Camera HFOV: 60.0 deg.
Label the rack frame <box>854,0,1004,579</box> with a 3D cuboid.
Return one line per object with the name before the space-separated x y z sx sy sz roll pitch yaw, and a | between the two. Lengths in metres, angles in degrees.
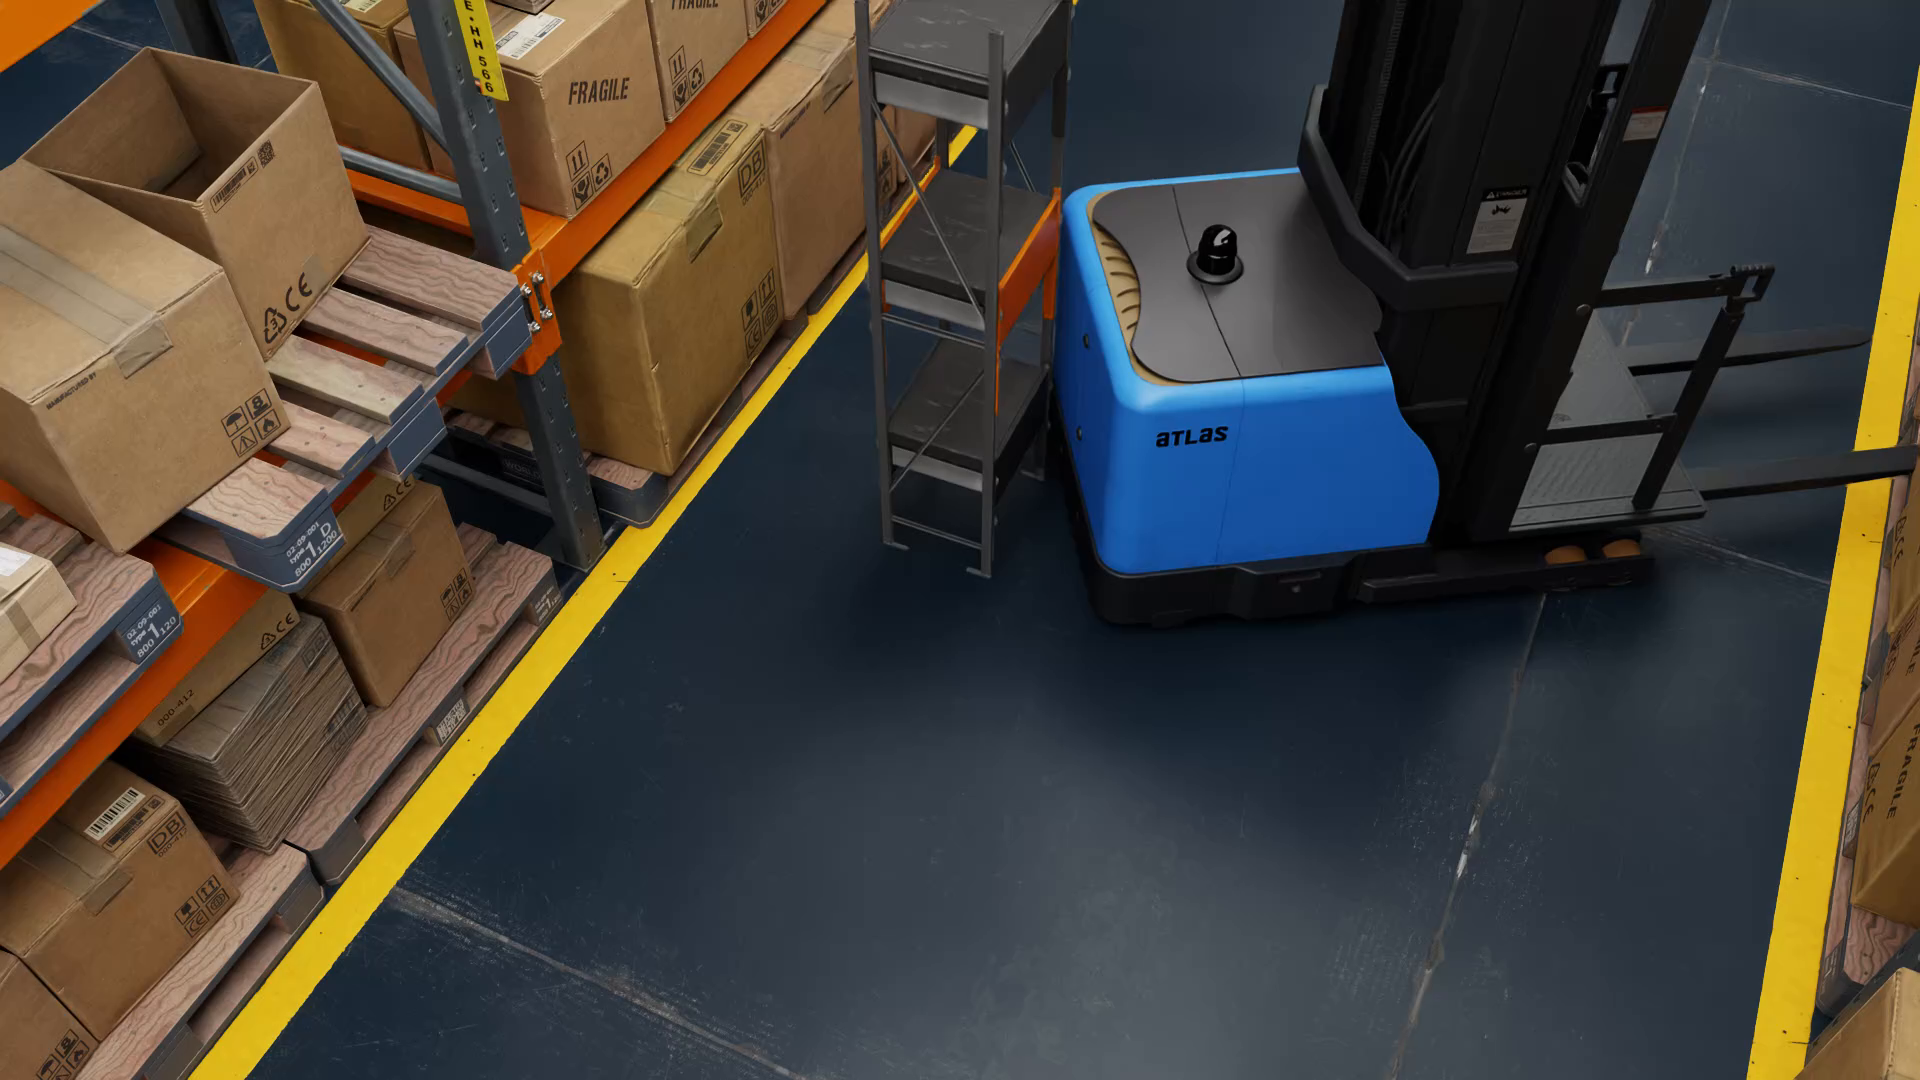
rack frame | -0.078 -0.612 4.892 0.400 2.100 0.015 18 52 15

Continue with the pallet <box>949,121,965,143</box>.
pallet | -0.243 -2.354 7.614 1.003 0.211 1.213 20 52 16

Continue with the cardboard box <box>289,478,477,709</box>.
cardboard box | -1.958 0.076 5.068 0.700 0.500 0.500 17 52 14

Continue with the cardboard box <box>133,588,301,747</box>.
cardboard box | -2.167 0.205 4.466 0.500 0.250 0.500 25 54 20

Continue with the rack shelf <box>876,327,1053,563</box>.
rack shelf | 0.019 -0.320 5.580 0.431 0.518 0.480 18 52 15

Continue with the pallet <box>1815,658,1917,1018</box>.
pallet | 3.087 0.990 4.769 1.003 0.211 1.213 20 52 16

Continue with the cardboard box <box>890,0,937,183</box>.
cardboard box | -0.617 -2.198 6.770 1.225 0.875 0.875 18 52 15

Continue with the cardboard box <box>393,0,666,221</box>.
cardboard box | -1.236 -1.338 4.853 0.500 0.500 0.500 21 53 17

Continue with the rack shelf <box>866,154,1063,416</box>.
rack shelf | 0.019 -0.773 5.047 0.431 0.518 0.480 18 52 15

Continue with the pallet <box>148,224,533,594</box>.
pallet | -1.898 -0.471 4.308 1.213 0.211 1.003 20 52 16

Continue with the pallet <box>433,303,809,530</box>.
pallet | -1.285 -0.674 6.185 1.003 0.211 1.213 20 52 16

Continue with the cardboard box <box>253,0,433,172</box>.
cardboard box | -1.703 -1.512 5.001 0.500 0.500 0.500 21 53 17

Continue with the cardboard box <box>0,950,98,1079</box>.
cardboard box | -2.658 1.239 4.078 0.700 0.500 0.500 16 51 13

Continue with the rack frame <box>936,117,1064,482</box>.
rack frame | 0.116 -0.953 5.182 0.400 2.100 0.015 18 52 15

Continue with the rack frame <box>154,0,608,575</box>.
rack frame | -1.690 -1.059 4.682 1.000 3.000 0.127 20 52 16

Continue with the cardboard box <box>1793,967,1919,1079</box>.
cardboard box | 2.410 1.607 3.614 1.050 0.750 0.750 19 52 16

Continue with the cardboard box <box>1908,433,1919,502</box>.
cardboard box | 3.469 -0.304 5.404 0.500 0.500 0.500 21 53 17

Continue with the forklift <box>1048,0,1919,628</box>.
forklift | 1.872 -1.172 4.823 3.031 2.935 1.130 -6 50 -5

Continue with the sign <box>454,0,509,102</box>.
sign | -1.195 -1.239 4.126 0.100 0.325 0.005 20 52 16

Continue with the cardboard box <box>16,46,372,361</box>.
cardboard box | -1.885 -0.843 4.156 0.500 0.500 0.500 14 51 12

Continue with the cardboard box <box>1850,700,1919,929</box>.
cardboard box | 2.796 0.760 4.499 0.500 0.500 0.500 20 52 16

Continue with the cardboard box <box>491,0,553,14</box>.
cardboard box | -1.363 -1.915 4.685 0.797 0.503 0.637 21 53 17

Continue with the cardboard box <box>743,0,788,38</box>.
cardboard box | -0.802 -2.047 5.457 0.500 0.500 0.500 19 52 15

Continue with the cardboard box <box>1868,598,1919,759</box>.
cardboard box | 3.021 0.404 4.802 0.500 0.500 0.500 22 53 18

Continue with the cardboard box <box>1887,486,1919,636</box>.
cardboard box | 3.233 0.034 5.117 0.500 0.500 0.500 18 52 14

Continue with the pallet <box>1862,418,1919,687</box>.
pallet | 3.609 0.153 5.481 1.003 0.211 1.213 20 52 16

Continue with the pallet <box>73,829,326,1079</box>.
pallet | -2.548 1.219 4.574 1.003 0.211 1.213 20 52 16

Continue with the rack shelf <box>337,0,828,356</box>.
rack shelf | -0.836 -2.203 6.127 1.077 0.370 4.000 20 52 16

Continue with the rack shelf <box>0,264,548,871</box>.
rack shelf | -2.544 0.551 3.784 1.077 0.370 4.000 20 52 16

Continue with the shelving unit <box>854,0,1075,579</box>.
shelving unit | 0.019 -0.782 5.037 0.431 2.100 0.503 18 52 15

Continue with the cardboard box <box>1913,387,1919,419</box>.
cardboard box | 3.680 -0.669 5.715 0.500 0.500 0.500 22 53 18

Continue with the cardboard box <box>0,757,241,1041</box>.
cardboard box | -2.420 0.855 4.405 0.700 0.500 0.500 24 54 19

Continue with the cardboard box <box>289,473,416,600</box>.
cardboard box | -1.949 -0.163 4.780 0.500 0.250 0.500 22 53 18

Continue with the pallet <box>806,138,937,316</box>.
pallet | -0.763 -1.511 6.897 1.003 0.211 1.213 20 52 16

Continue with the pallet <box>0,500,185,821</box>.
pallet | -2.499 0.380 3.583 1.003 0.211 1.213 20 52 16

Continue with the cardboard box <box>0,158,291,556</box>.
cardboard box | -2.033 -0.426 3.801 0.700 0.500 0.500 27 55 21

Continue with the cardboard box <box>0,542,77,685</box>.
cardboard box | -2.158 0.085 3.521 0.396 0.266 0.258 18 52 15

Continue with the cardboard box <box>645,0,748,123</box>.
cardboard box | -1.018 -1.693 5.156 0.500 0.500 0.500 19 52 15

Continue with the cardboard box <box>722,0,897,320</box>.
cardboard box | -0.989 -1.586 6.250 1.225 0.875 0.875 20 52 16

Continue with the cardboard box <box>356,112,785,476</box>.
cardboard box | -1.376 -0.975 5.729 1.225 0.875 0.875 18 52 14

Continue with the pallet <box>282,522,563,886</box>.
pallet | -2.025 0.382 5.286 1.003 0.211 1.213 20 52 16

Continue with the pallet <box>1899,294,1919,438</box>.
pallet | 4.129 -0.690 6.198 1.003 0.211 1.213 20 52 16

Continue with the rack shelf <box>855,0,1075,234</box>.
rack shelf | 0.019 -1.227 4.514 0.431 0.518 0.480 18 52 15

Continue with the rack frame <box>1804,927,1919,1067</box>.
rack frame | 2.751 0.624 3.249 1.000 3.000 0.127 20 52 16

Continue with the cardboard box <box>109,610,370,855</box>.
cardboard box | -2.184 0.462 4.739 0.700 0.500 0.500 16 51 13
